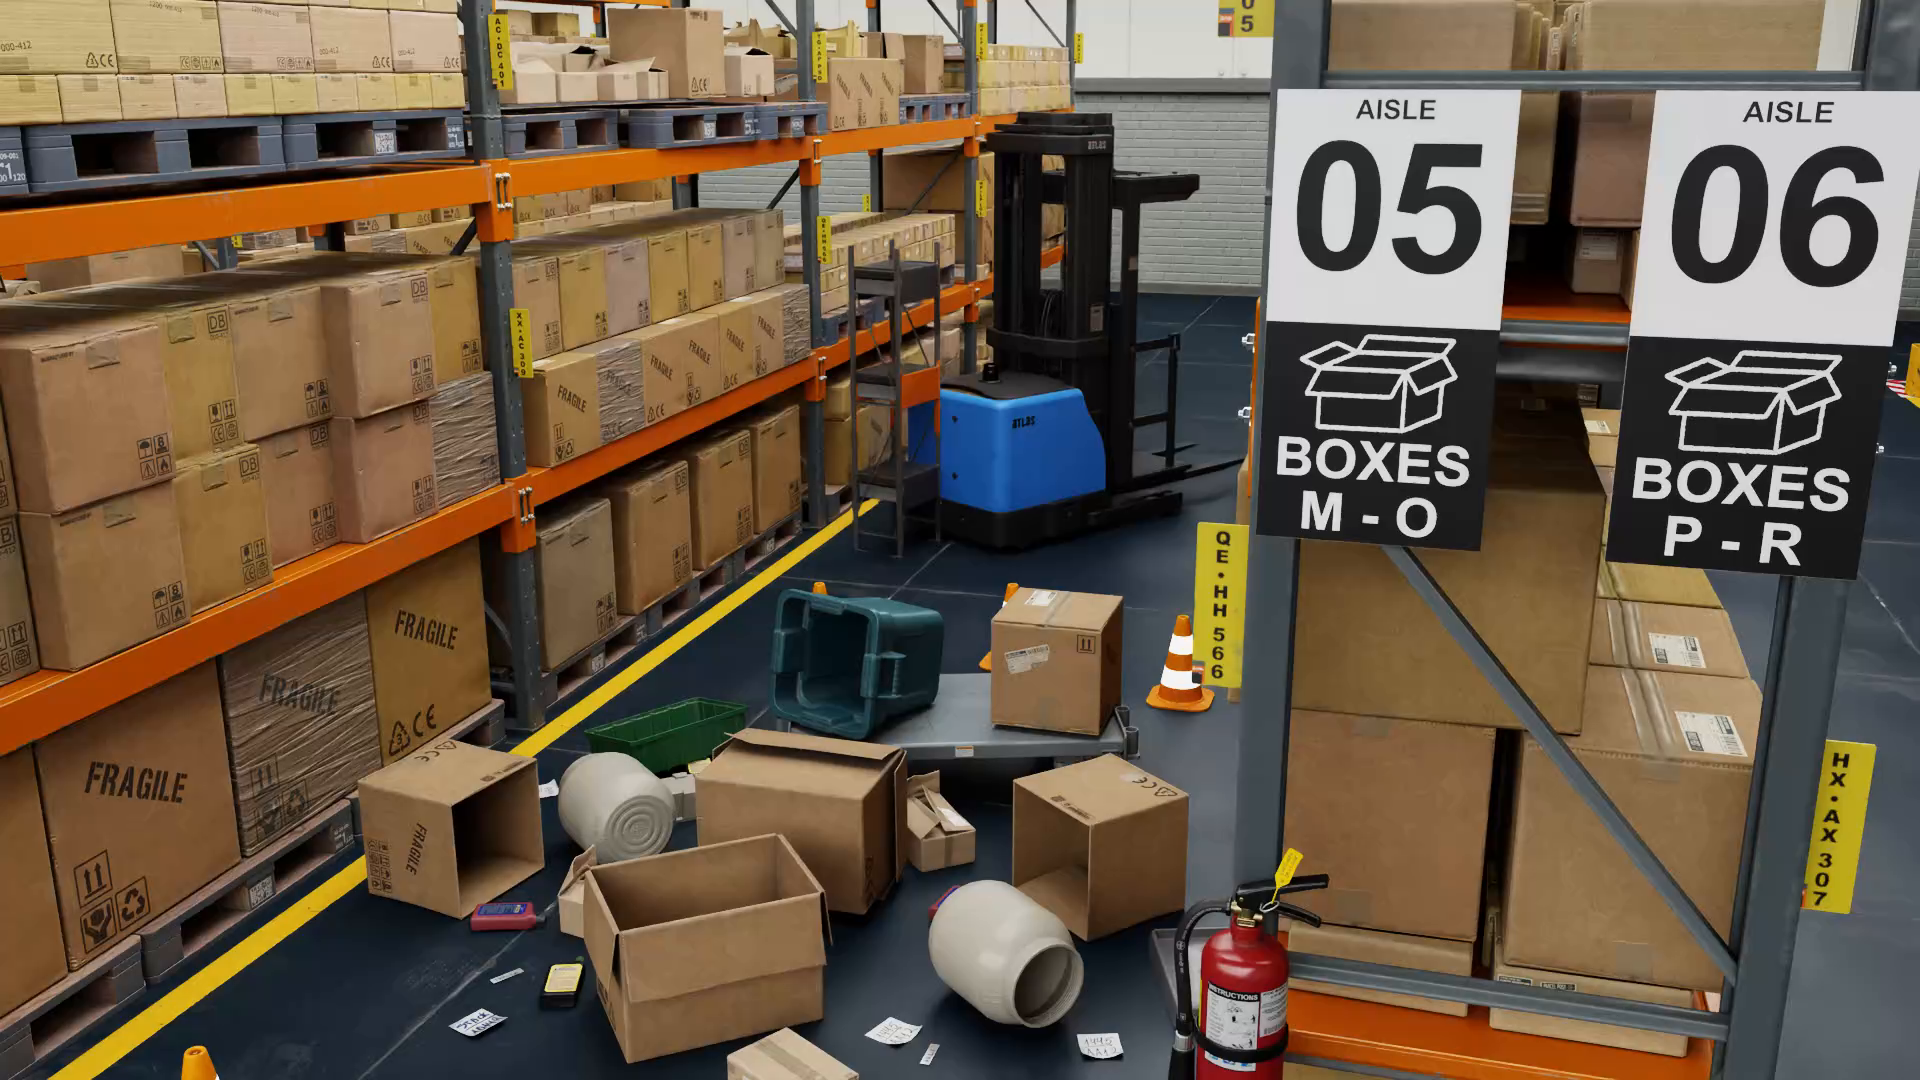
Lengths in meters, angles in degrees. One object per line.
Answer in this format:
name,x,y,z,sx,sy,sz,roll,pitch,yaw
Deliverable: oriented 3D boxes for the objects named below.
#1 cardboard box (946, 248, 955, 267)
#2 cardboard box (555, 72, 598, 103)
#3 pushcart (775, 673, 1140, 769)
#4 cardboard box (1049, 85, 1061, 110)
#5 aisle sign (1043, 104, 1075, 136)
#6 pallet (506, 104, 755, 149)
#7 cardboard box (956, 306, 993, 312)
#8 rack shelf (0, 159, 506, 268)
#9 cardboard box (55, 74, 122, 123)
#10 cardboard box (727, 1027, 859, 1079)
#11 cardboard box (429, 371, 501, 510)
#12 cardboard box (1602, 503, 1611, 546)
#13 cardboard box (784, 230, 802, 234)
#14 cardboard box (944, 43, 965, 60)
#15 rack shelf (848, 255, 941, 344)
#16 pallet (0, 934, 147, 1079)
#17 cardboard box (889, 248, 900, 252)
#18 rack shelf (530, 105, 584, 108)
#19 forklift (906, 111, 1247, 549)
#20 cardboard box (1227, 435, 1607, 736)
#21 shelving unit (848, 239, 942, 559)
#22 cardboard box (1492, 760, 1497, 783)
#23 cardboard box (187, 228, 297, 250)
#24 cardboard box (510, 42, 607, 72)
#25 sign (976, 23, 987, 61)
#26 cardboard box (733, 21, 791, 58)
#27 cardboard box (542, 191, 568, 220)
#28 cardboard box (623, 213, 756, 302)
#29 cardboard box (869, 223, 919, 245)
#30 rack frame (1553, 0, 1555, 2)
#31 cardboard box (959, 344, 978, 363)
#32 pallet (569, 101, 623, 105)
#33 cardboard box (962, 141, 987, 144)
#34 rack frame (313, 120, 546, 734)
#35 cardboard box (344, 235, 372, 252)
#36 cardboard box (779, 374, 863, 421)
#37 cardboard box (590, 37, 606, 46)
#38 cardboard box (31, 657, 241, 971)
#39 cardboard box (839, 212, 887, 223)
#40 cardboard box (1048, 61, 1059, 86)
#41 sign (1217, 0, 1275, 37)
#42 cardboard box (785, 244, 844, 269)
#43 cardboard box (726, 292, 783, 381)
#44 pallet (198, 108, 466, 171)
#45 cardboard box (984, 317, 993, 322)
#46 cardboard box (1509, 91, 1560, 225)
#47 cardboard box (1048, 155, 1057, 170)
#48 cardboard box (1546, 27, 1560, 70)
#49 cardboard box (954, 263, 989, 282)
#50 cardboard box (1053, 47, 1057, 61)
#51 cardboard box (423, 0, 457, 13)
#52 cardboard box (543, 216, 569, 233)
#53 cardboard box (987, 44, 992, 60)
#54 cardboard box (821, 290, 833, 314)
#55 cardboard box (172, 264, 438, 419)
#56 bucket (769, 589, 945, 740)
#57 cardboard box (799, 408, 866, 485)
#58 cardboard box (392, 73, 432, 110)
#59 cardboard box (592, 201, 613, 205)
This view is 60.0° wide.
cardboard box,-0.262,-2.575,15.101,0.380,0.149,0.250,4,16,15
cardboard box,-2.080,-2.344,8.608,0.250,0.149,0.380,5,16,16
pushcart,-0.038,0.935,7.841,1.648,0.377,0.936,-1,16,-3
cardboard box,0.784,-4.757,17.881,0.500,0.250,0.500,5,16,16
aisle sign,1.106,-4.906,18.865,0.394,0.787,0.004,5,16,16
pallet,-1.923,-2.453,9.831,1.003,0.211,1.213,5,17,18
cardboard box,0.166,-2.528,18.610,0.380,0.149,0.250,5,16,16
rack shelf,-3.181,-1.094,6.010,1.077,0.370,4.000,5,16,16
cardboard box,-2.986,-1.441,5.423,0.380,0.149,0.250,5,16,15
cardboard box,-0.539,1.756,5.366,0.250,0.149,0.380,-15,21,-41
cardboard box,-2.706,-0.495,7.802,0.875,0.550,0.550,5,16,16
cardboard box,1.851,0.187,4.943,0.500,0.500,0.500,4,16,15
cardboard box,-1.406,-2.436,13.521,0.380,0.149,0.250,5,17,19
cardboard box,-0.024,-4.474,15.235,0.380,0.149,0.250,4,16,15
rack shelf,-0.438,-1.625,11.196,0.431,0.518,0.480,10,18,30
pallet,-3.597,1.653,5.616,1.003,0.211,1.213,5,16,16
cardboard box,-0.708,-2.310,13.621,0.380,0.149,0.250,5,17,18
rack shelf,-4.497,-4.644,18.528,1.077,0.370,4.000,5,16,16
forklift,1.040,-1.665,12.327,3.031,2.935,1.130,-14,21,-40
cardboard box,0.962,0.061,3.556,0.700,0.500,0.500,4,16,15
shelving unit,-0.438,-0.965,11.383,0.431,2.100,0.503,10,18,30
cardboard box,1.707,0.595,4.696,0.380,0.149,0.250,5,17,18
cardboard box,-5.979,-2.698,13.824,0.797,0.503,0.637,5,17,18
cardboard box,-2.325,-2.646,9.375,0.500,0.311,0.500,4,16,14
sign,0.194,-4.452,14.863,0.100,0.325,0.005,5,16,16
cardboard box,-1.478,-3.687,12.249,0.396,0.266,0.258,5,16,16
cardboard box,-4.537,-3.690,17.696,0.500,0.500,0.500,5,16,16
cardboard box,-1.755,-1.847,10.827,0.700,0.500,0.500,4,16,15
cardboard box,-0.564,-2.590,14.063,0.380,0.149,0.250,4,16,14
rack frame,4.436,-5.142,13.466,1.000,3.000,0.127,5,16,16
cardboard box,-0.042,-1.804,16.056,0.380,0.149,0.250,5,17,18
pallet,-4.474,-4.956,18.470,1.003,0.211,1.213,5,16,16
cardboard box,0.279,-4.102,18.235,0.500,0.500,0.500,5,17,17
rack frame,-2.612,-0.520,8.166,1.000,3.000,0.127,5,16,16
cardboard box,-5.517,-2.401,14.615,0.500,0.500,0.500,4,16,15
cardboard box,-1.047,-1.088,12.607,0.500,0.250,0.500,4,16,13
cardboard box,-4.401,-5.395,18.719,0.700,0.500,0.500,3,16,12
cardboard box,-3.372,0.934,6.165,0.875,0.875,0.875,4,16,15
cardboard box,-0.892,-2.913,15.203,0.380,0.149,0.250,6,17,19
cardboard box,0.767,-4.997,17.811,0.500,0.250,0.500,4,16,14
sign,0.499,-1.033,2.856,0.100,0.325,0.005,5,16,16
cardboard box,-1.085,-2.110,12.373,0.380,0.149,0.250,4,16,14
cardboard box,-1.489,-1.346,10.893,0.500,0.500,0.500,5,16,16
pallet,-2.855,-1.707,7.017,1.003,0.211,1.213,5,16,16
cardboard box,0.474,-2.281,17.740,0.380,0.149,0.250,4,16,14
cardboard box,0.913,-0.785,3.332,0.500,0.250,0.500,4,16,15
cardboard box,0.762,-4.060,18.086,0.500,0.500,0.500,4,16,14
cardboard box,2.000,-1.495,5.105,0.380,0.149,0.250,4,16,15
cardboard box,0.055,-2.541,15.751,0.380,0.149,0.250,5,17,18
cardboard box,0.842,-5.294,18.129,0.380,0.149,0.250,5,17,17
cardboard box,-2.411,-2.356,7.186,0.380,0.149,0.250,4,16,15
cardboard box,-4.535,-3.327,17.793,0.500,0.250,0.500,5,16,16
cardboard box,0.085,-4.542,15.477,0.380,0.149,0.250,4,16,13
cardboard box,-1.155,-1.749,12.190,0.380,0.149,0.250,4,16,15
cardboard box,-2.795,-0.865,7.128,0.875,0.550,0.550,5,16,16
bucket,-0.440,0.538,7.649,0.726,0.611,0.620,11,9,35
cardboard box,-1.030,-0.731,12.722,0.500,0.500,0.500,4,16,14
cardboard box,-2.481,-1.906,7.064,0.380,0.149,0.250,5,17,17
cardboard box,-4.465,-3.900,19.813,0.500,0.250,0.500,4,16,15
